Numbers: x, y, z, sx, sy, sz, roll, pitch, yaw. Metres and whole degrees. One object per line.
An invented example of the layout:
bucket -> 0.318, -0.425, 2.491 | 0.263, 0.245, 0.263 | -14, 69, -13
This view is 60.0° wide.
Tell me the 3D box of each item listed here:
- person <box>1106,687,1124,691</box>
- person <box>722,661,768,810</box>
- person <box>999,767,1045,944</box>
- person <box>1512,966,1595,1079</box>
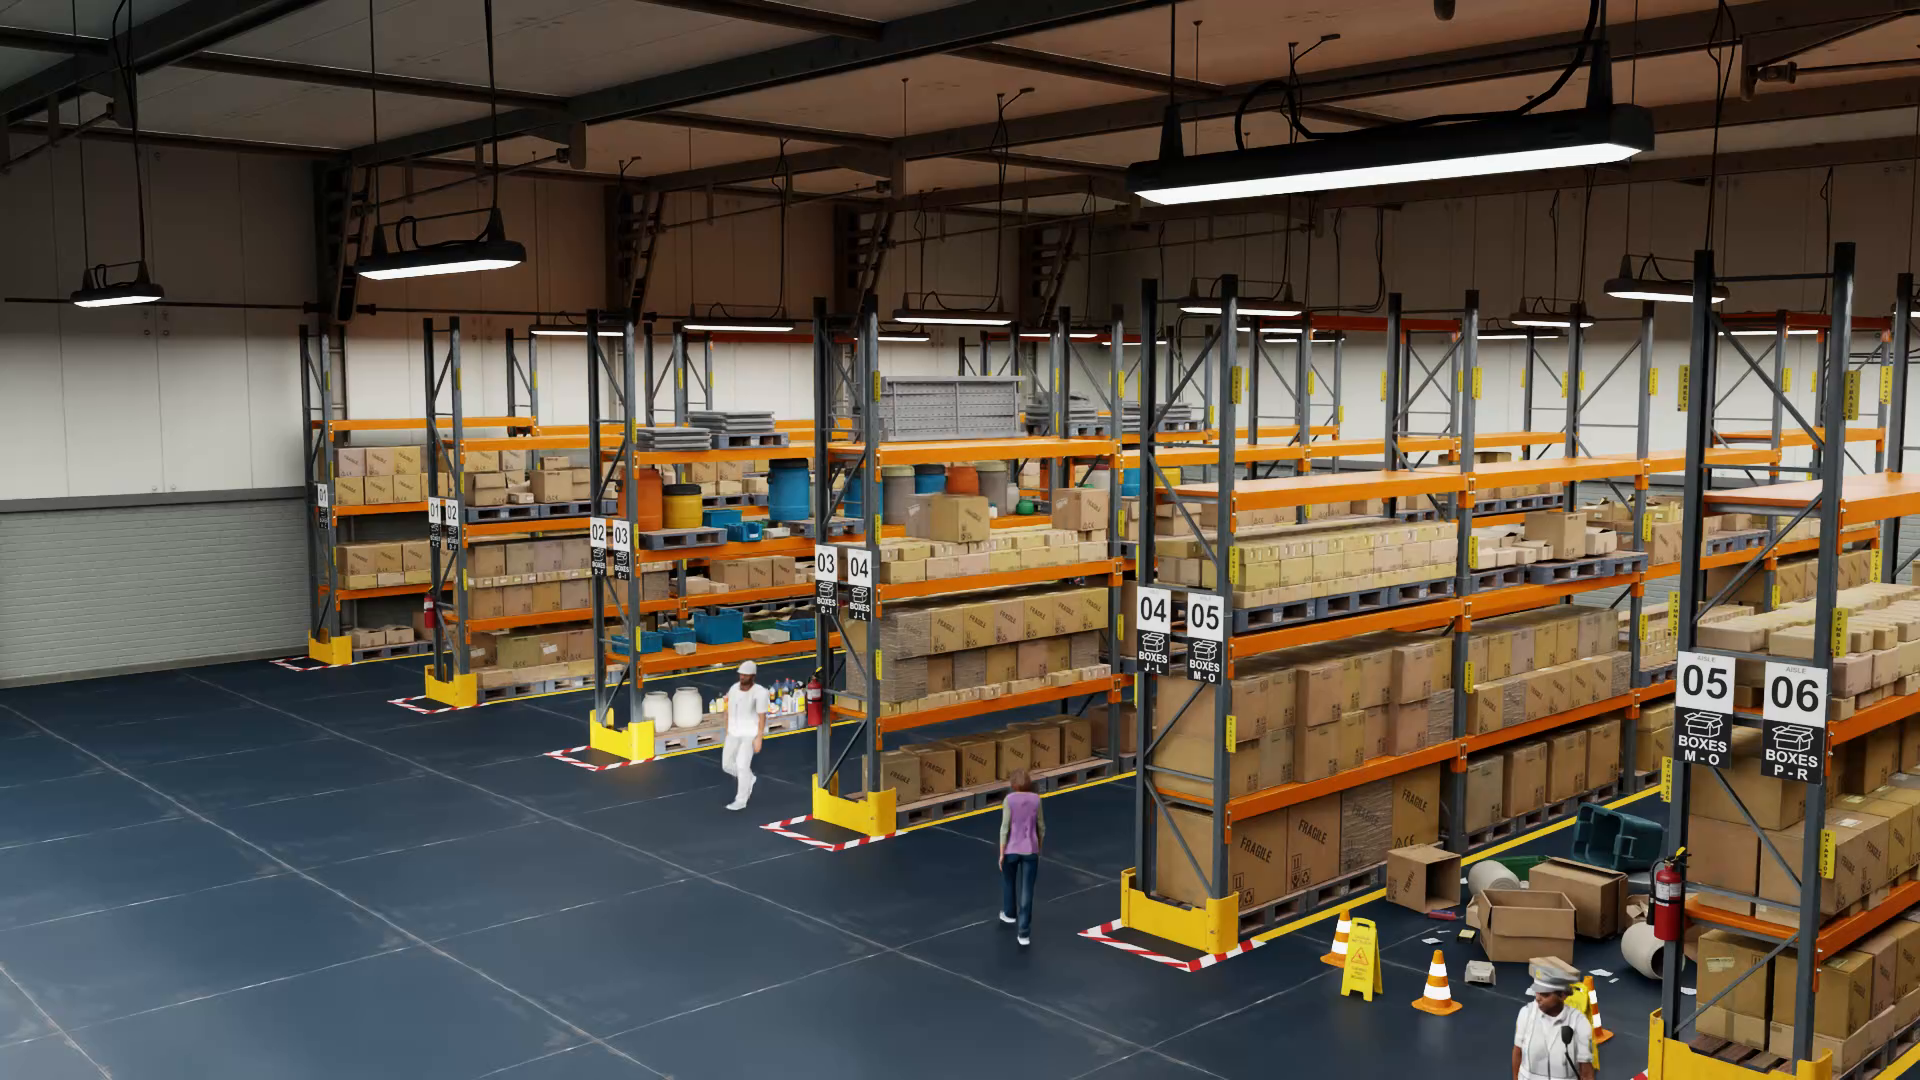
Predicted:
person -> 2.417, 1.566, 26.930 | 0.573, 1.778, 0.627 | -1, 6, -8
person -> -2.552, 2.300, 19.699 | 0.581, 1.754, 0.621 | 4, 7, 33
person -> 0.564, 2.839, 15.230 | 0.438, 1.541, 0.901 | 0, 6, -2
person -> 3.507, 3.338, 9.869 | 0.473, 1.634, 0.926 | 2, 6, 23
